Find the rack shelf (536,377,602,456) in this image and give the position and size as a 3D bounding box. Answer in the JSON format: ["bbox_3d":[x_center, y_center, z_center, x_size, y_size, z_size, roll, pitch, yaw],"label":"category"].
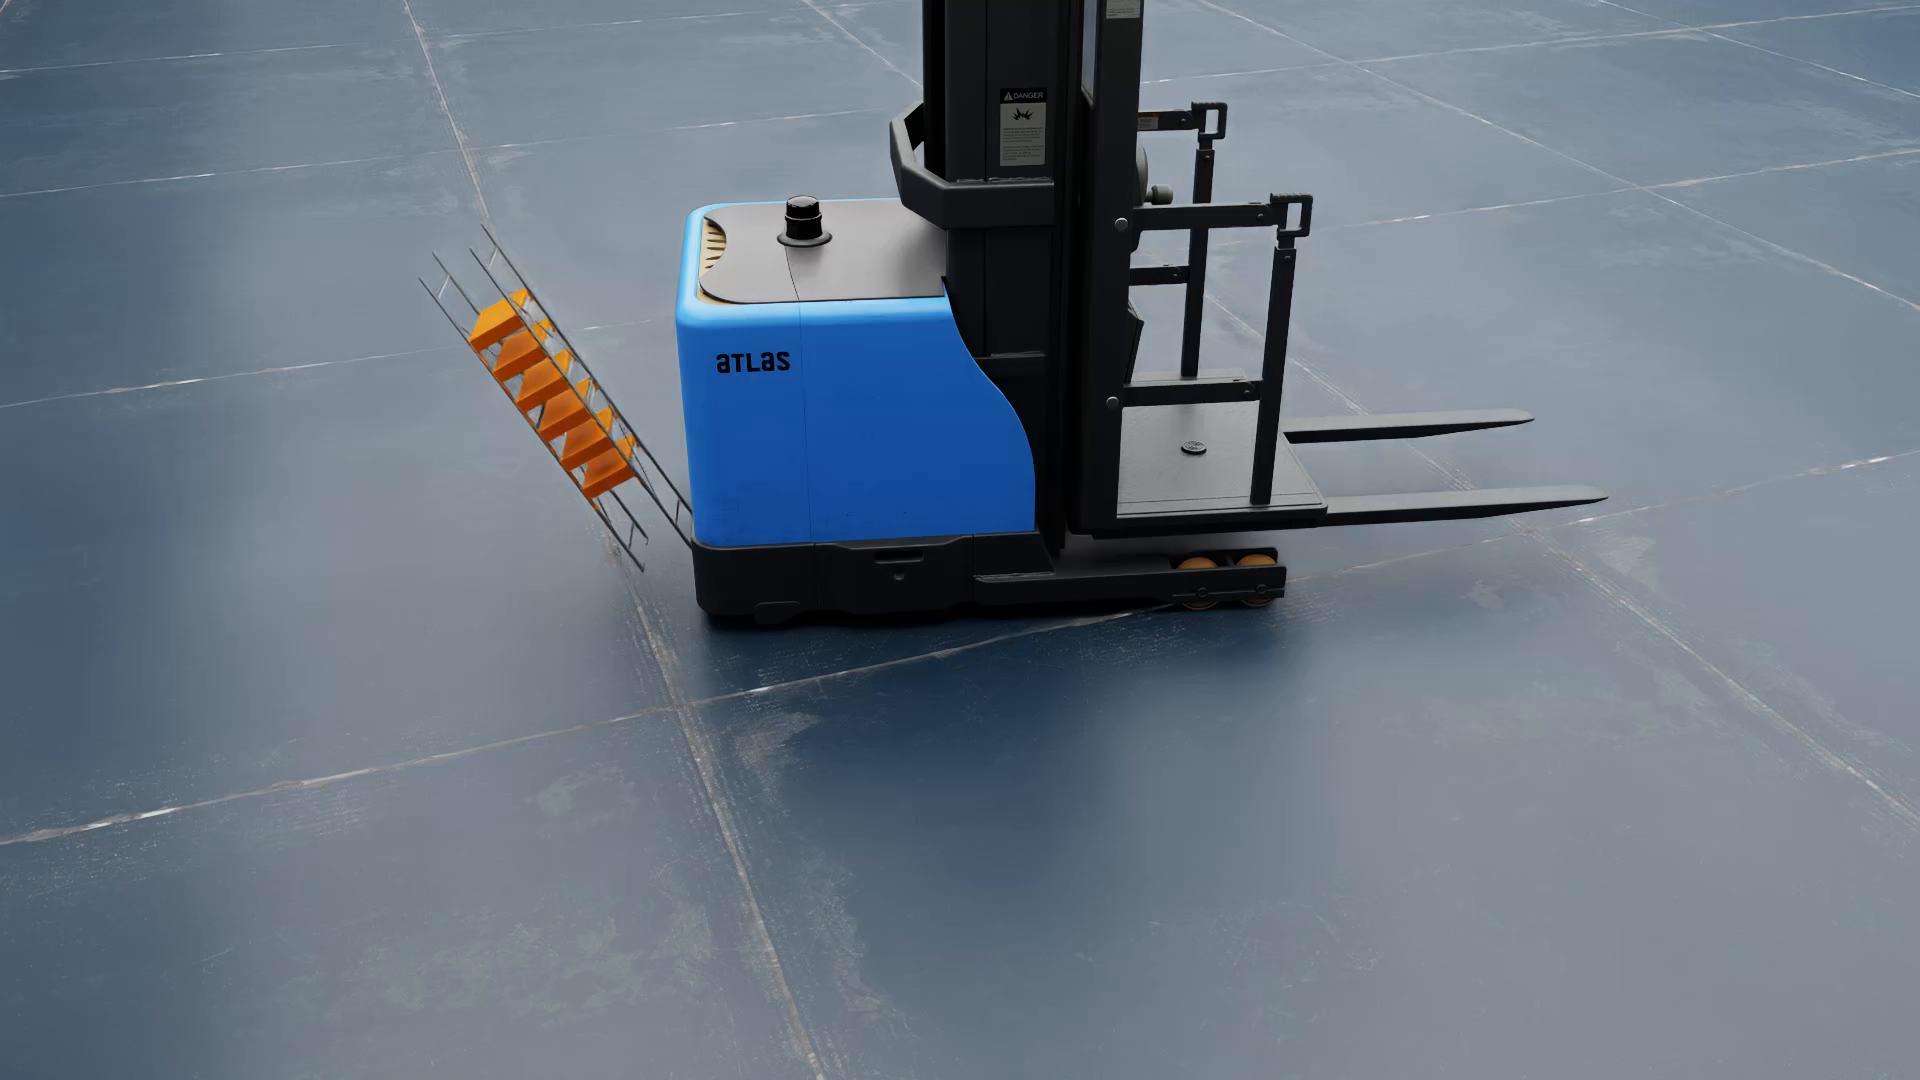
[{"bbox_3d":[-1.251,-0.406,5.379,0.180,0.103,0.258,-27,29,9],"label":"rack shelf"}]

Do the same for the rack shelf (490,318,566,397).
[{"bbox_3d":[-1.363,-0.585,5.264,0.180,0.103,0.258,-27,29,9],"label":"rack shelf"}]

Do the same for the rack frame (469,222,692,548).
[{"bbox_3d":[-1.191,-0.481,5.343,0.006,1.200,0.240,-27,29,9],"label":"rack frame"}]

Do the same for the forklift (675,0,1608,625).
[{"bbox_3d":[0.627,-1.307,5.083,3.031,2.935,1.130,-3,30,-5],"label":"forklift"}]

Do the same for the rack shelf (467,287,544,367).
[{"bbox_3d":[-1.419,-0.674,5.207,0.180,0.103,0.258,-27,29,9],"label":"rack shelf"}]

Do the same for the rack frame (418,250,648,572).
[{"bbox_3d":[-1.352,-0.398,5.372,0.006,1.200,0.240,-27,29,9],"label":"rack frame"}]

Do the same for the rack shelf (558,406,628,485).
[{"bbox_3d":[-1.194,-0.317,5.436,0.180,0.103,0.258,-27,29,9],"label":"rack shelf"}]

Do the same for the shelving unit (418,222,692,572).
[{"bbox_3d":[-1.271,-0.439,5.358,0.189,1.200,0.258,-27,29,9],"label":"shelving unit"}]

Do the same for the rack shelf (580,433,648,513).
[{"bbox_3d":[-1.138,-0.228,5.493,0.180,0.103,0.258,-27,29,9],"label":"rack shelf"}]

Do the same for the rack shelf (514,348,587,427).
[{"bbox_3d":[-1.307,-0.496,5.322,0.180,0.103,0.258,-27,29,9],"label":"rack shelf"}]
